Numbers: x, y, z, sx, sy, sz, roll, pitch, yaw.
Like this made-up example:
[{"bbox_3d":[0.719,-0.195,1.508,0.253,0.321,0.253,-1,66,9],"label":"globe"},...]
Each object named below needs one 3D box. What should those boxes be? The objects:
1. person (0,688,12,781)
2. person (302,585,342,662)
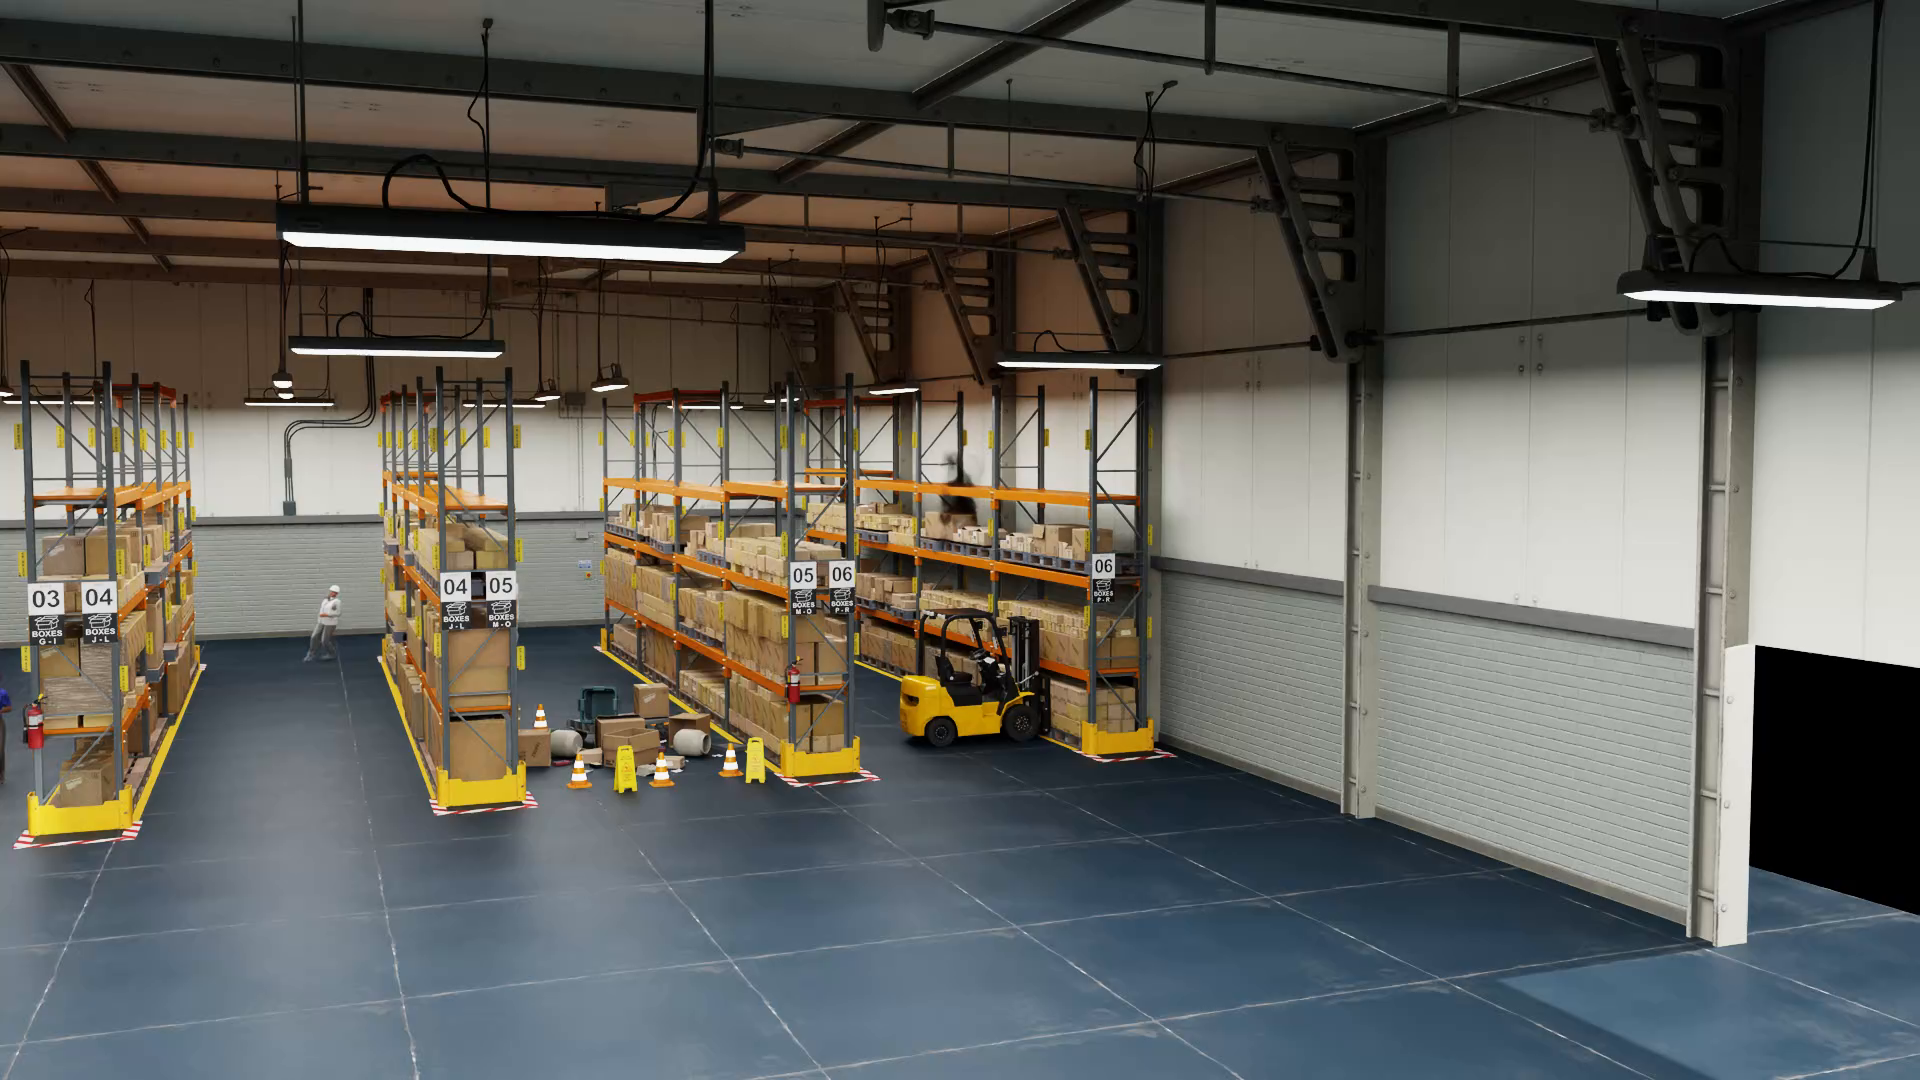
[{"bbox_3d":[-13.923,2.737,23.888,0.549,1.717,0.781,-2,4,-27],"label":"person"},{"bbox_3d":[-14.349,1.894,37.528,0.790,1.743,0.698,2,4,33],"label":"person"}]
